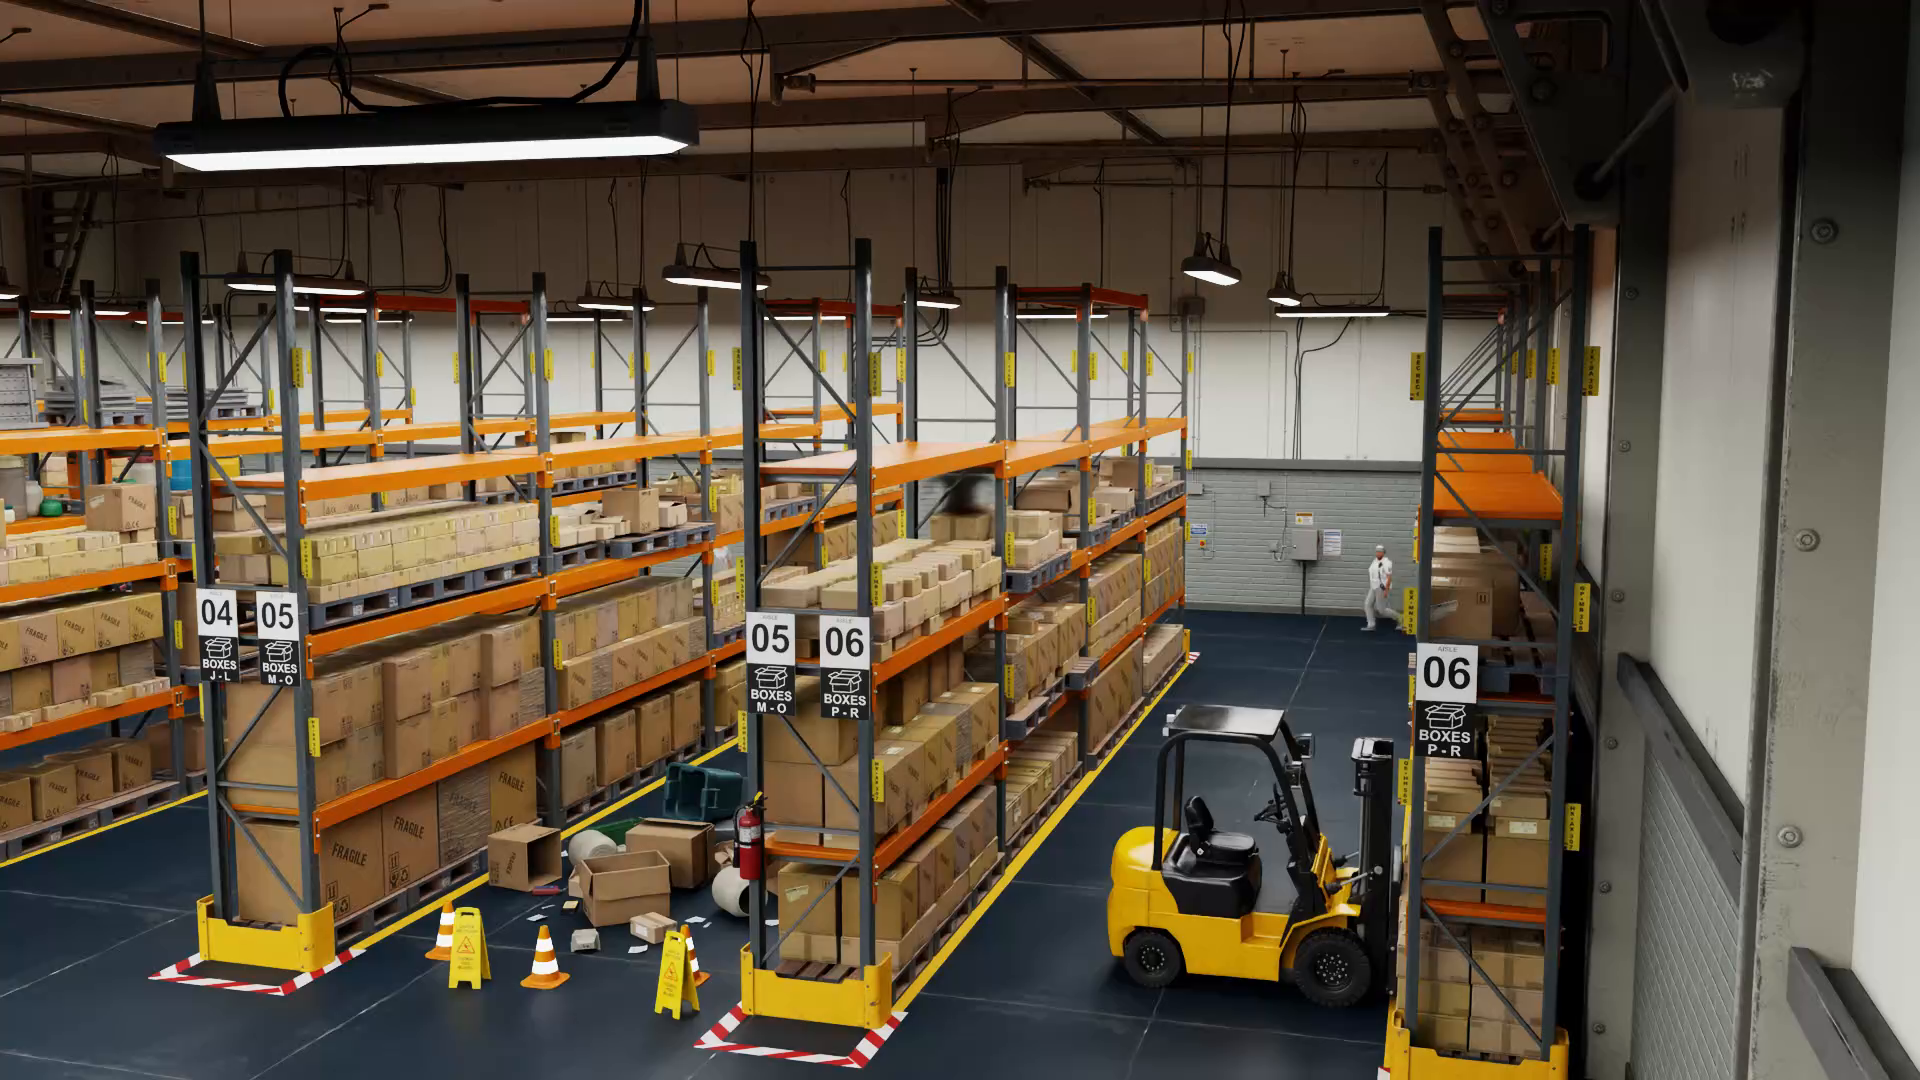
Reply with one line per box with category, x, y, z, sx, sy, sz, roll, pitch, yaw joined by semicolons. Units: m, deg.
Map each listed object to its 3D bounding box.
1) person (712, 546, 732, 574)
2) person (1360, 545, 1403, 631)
person;-4.727;0.685;32.838;0.471;1.629;0.955;0;6;-4
person;7.859;0.892;30.855;0.807;1.615;0.526;0;6;-3
